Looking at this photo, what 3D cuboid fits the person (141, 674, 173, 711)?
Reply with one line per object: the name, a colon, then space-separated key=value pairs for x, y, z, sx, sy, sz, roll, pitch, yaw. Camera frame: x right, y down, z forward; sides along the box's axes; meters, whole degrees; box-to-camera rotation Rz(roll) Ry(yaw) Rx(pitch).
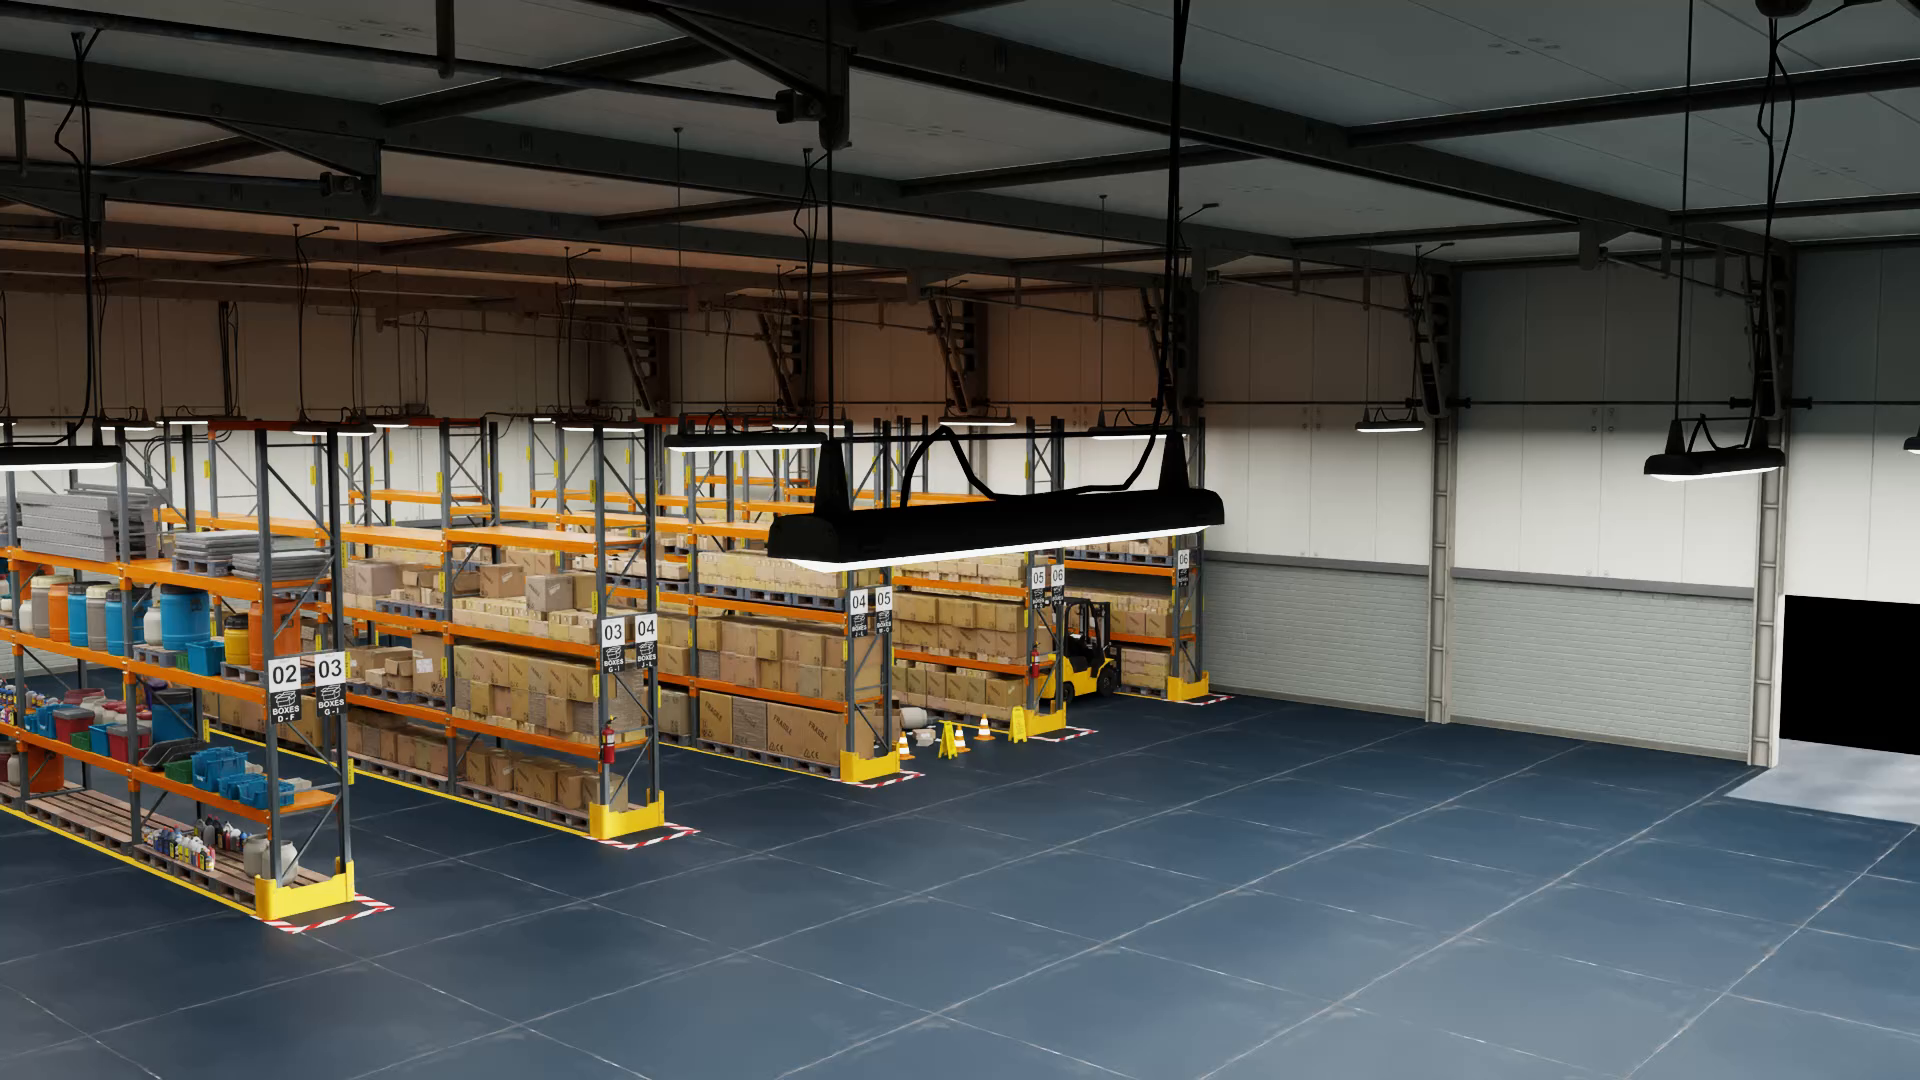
person: x=-15.294 y=2.881 z=31.676 sx=1.038 sy=1.585 sz=0.552 roll=4 pitch=6 yaw=41
